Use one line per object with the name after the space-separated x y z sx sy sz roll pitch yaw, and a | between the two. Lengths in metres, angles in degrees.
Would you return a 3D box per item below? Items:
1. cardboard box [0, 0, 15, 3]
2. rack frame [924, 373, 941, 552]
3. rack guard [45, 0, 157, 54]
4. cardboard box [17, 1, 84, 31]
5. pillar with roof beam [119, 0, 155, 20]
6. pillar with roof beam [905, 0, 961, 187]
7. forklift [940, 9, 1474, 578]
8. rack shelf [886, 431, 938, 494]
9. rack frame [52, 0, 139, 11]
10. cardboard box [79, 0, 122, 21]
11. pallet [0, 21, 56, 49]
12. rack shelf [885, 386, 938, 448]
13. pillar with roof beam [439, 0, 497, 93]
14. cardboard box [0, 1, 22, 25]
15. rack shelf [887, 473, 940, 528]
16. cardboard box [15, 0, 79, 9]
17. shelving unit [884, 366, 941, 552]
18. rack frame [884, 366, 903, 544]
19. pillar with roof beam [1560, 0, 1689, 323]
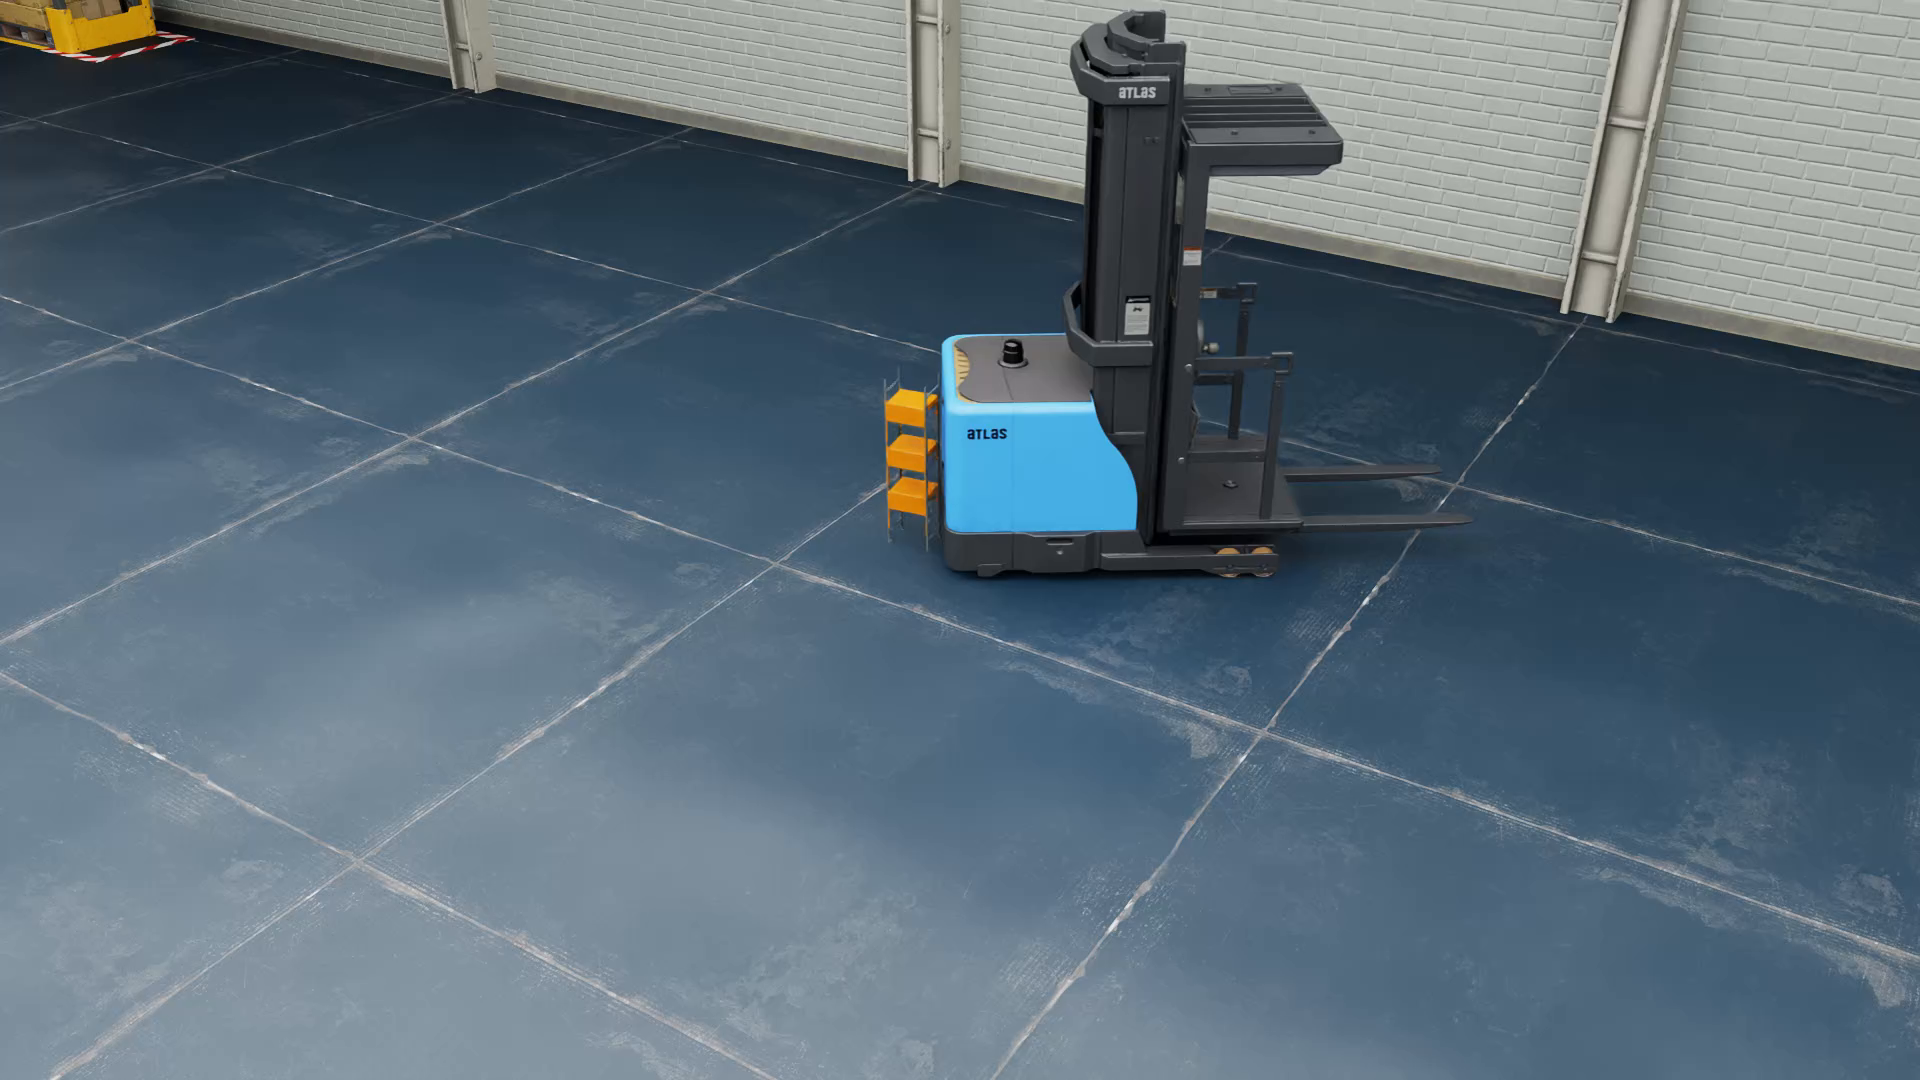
-11.289 -6.648 19.985 0.500 0.250 0.500 17 34 27 | cardboard box
-0.153 -0.431 9.447 0.008 1.050 0.200 12 32 19 | rack frame
-10.271 -6.217 19.910 0.348 0.500 1.175 18 35 27 | rack guard
-10.857 -6.288 19.863 0.500 0.250 0.500 18 35 28 | cardboard box
-12.691 -8.628 15.609 0.400 9.000 9.100 18 35 27 | pillar with roof beam
-2.527 -5.413 10.099 0.400 9.000 9.100 18 35 27 | pillar with roof beam
1.410 -1.320 9.104 3.031 2.935 1.130 -1 30 -2 | forklift
-0.266 -0.446 9.493 0.240 0.259 0.215 12 32 19 | rack shelf
-10.291 -7.303 19.291 0.127 3.000 1.000 18 35 27 | rack frame
-10.603 -6.512 20.247 0.500 0.250 0.500 18 35 28 | cardboard box
-10.961 -6.285 20.314 1.213 0.211 1.003 18 35 27 | pallet
-0.266 -0.691 9.350 0.240 0.259 0.215 12 32 19 | rack shelf
-7.609 -7.021 12.854 0.400 9.000 9.100 18 35 27 | pillar with roof beam
-11.273 -6.425 20.098 0.500 0.250 0.500 18 35 27 | cardboard box
-0.266 -0.205 9.633 0.240 0.259 0.215 12 32 19 | rack shelf
-10.870 -6.510 19.747 0.500 0.250 0.500 17 34 27 | cardboard box
-0.266 -0.455 9.487 0.252 1.050 0.215 12 32 19 | shelving unit
-0.379 -0.478 9.528 0.008 1.050 0.200 12 32 19 | rack frame
2.555 -3.806 7.344 0.400 9.000 9.100 18 35 27 | pillar with roof beam
